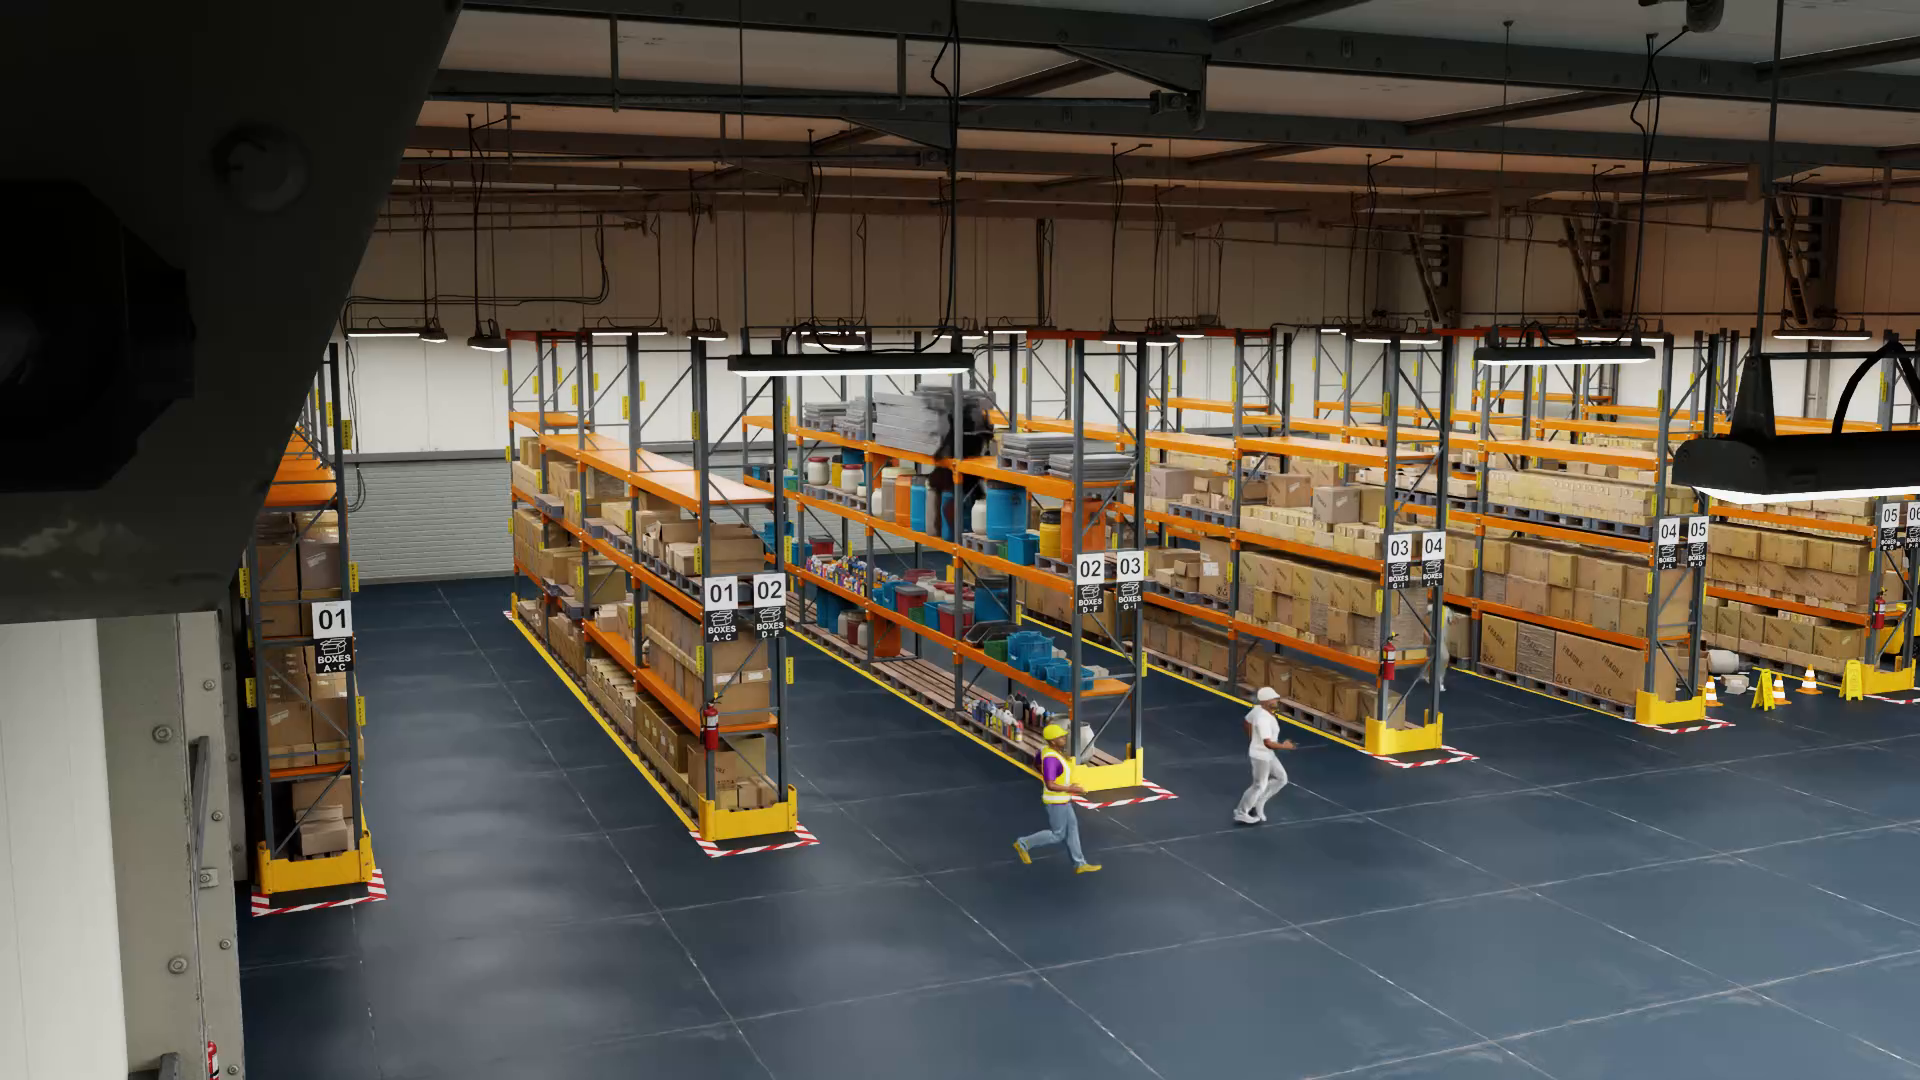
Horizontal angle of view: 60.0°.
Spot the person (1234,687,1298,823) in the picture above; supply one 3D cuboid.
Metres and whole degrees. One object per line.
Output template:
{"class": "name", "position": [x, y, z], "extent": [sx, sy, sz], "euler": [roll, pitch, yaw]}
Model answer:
{"class": "person", "position": [3.793, 2.669, 20.602], "extent": [0.756, 1.736, 0.674], "euler": [2, 8, 12]}

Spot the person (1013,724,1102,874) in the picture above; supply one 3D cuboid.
{"class": "person", "position": [1.108, 2.928, 18.764], "extent": [1.006, 1.738, 0.714], "euler": [1, 8, 4]}

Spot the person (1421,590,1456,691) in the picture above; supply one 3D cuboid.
{"class": "person", "position": [8.094, 1.686, 28.169], "extent": [0.531, 1.712, 0.738], "euler": [-5, 9, -34]}
